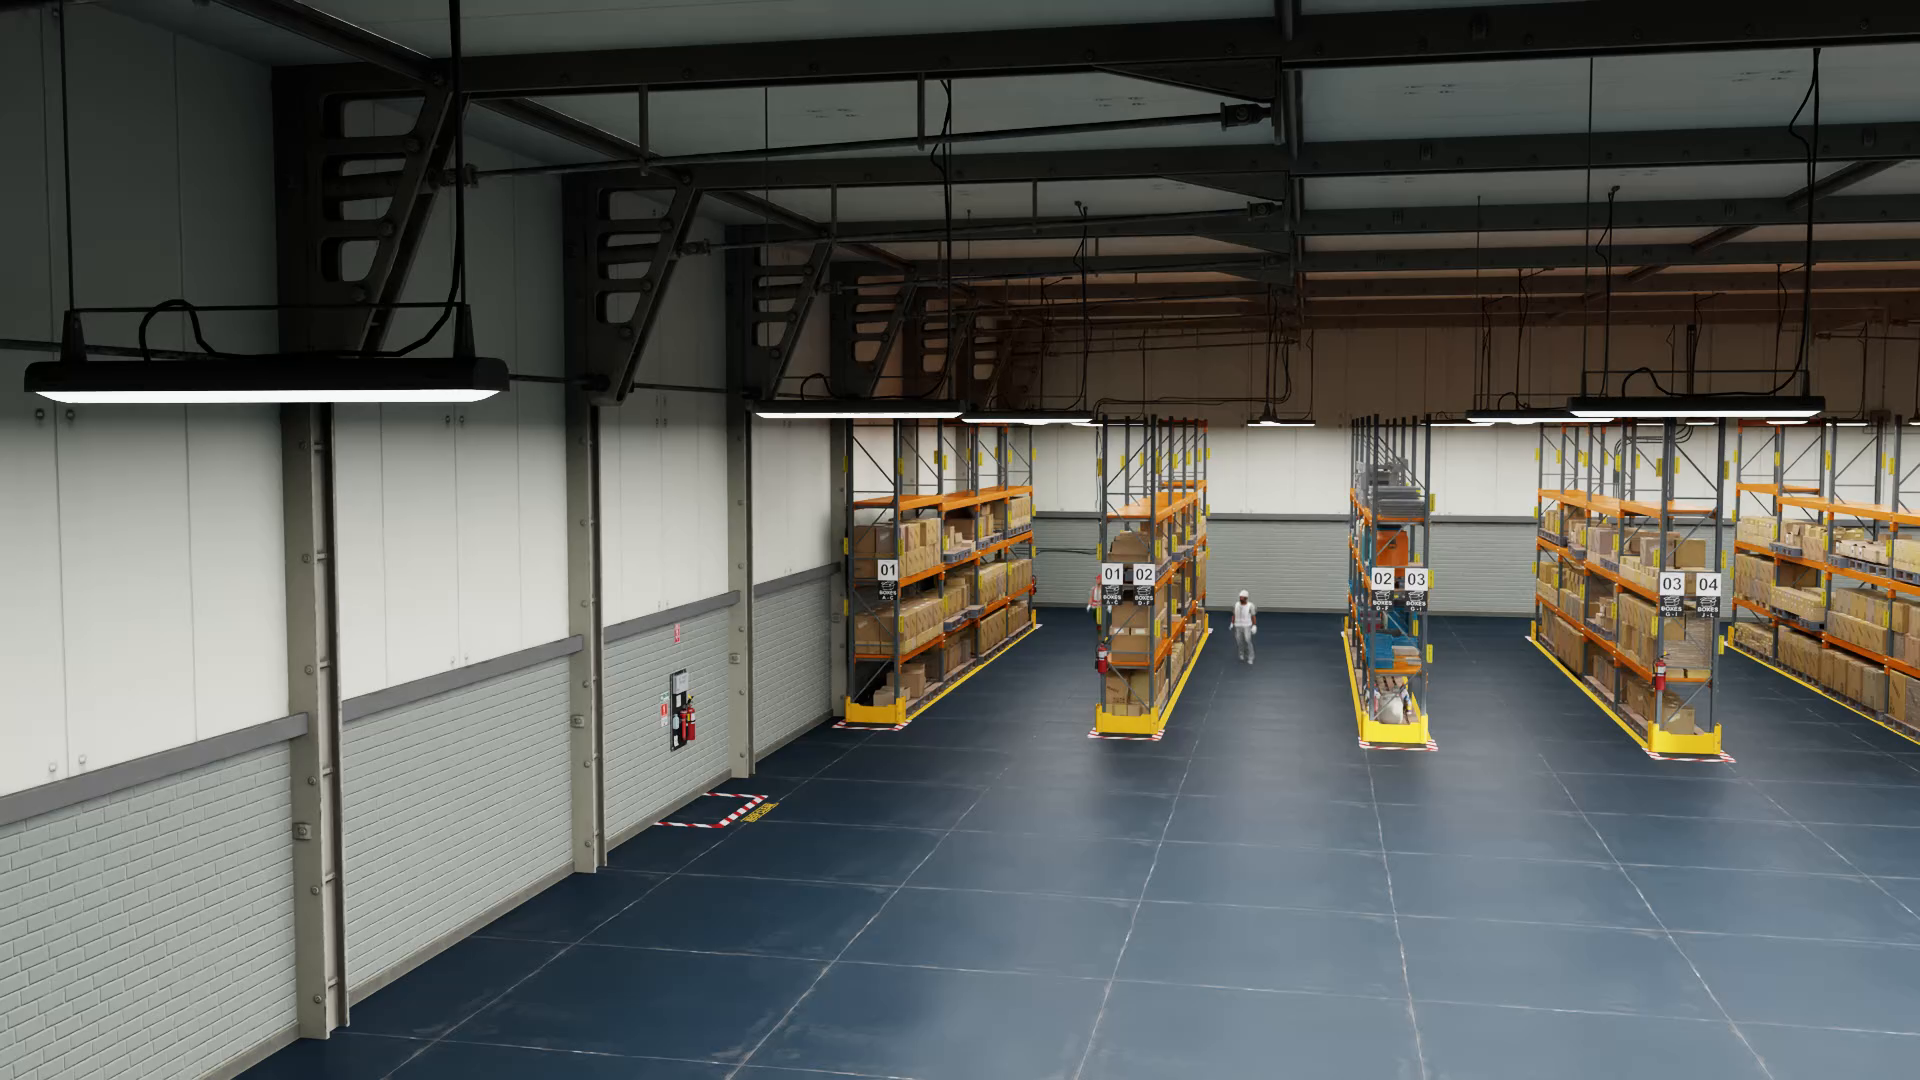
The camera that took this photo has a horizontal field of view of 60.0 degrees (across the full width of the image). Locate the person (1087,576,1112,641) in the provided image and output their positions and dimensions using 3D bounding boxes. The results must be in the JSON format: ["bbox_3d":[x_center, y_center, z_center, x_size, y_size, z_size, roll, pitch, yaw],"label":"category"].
[{"bbox_3d":[3.760,1.829,45.017,0.633,1.721,1.031,1,4,18],"label":"person"}]

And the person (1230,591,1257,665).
[{"bbox_3d":[6.935,2.135,40.786,0.653,1.765,0.599,2,4,26],"label":"person"}]
